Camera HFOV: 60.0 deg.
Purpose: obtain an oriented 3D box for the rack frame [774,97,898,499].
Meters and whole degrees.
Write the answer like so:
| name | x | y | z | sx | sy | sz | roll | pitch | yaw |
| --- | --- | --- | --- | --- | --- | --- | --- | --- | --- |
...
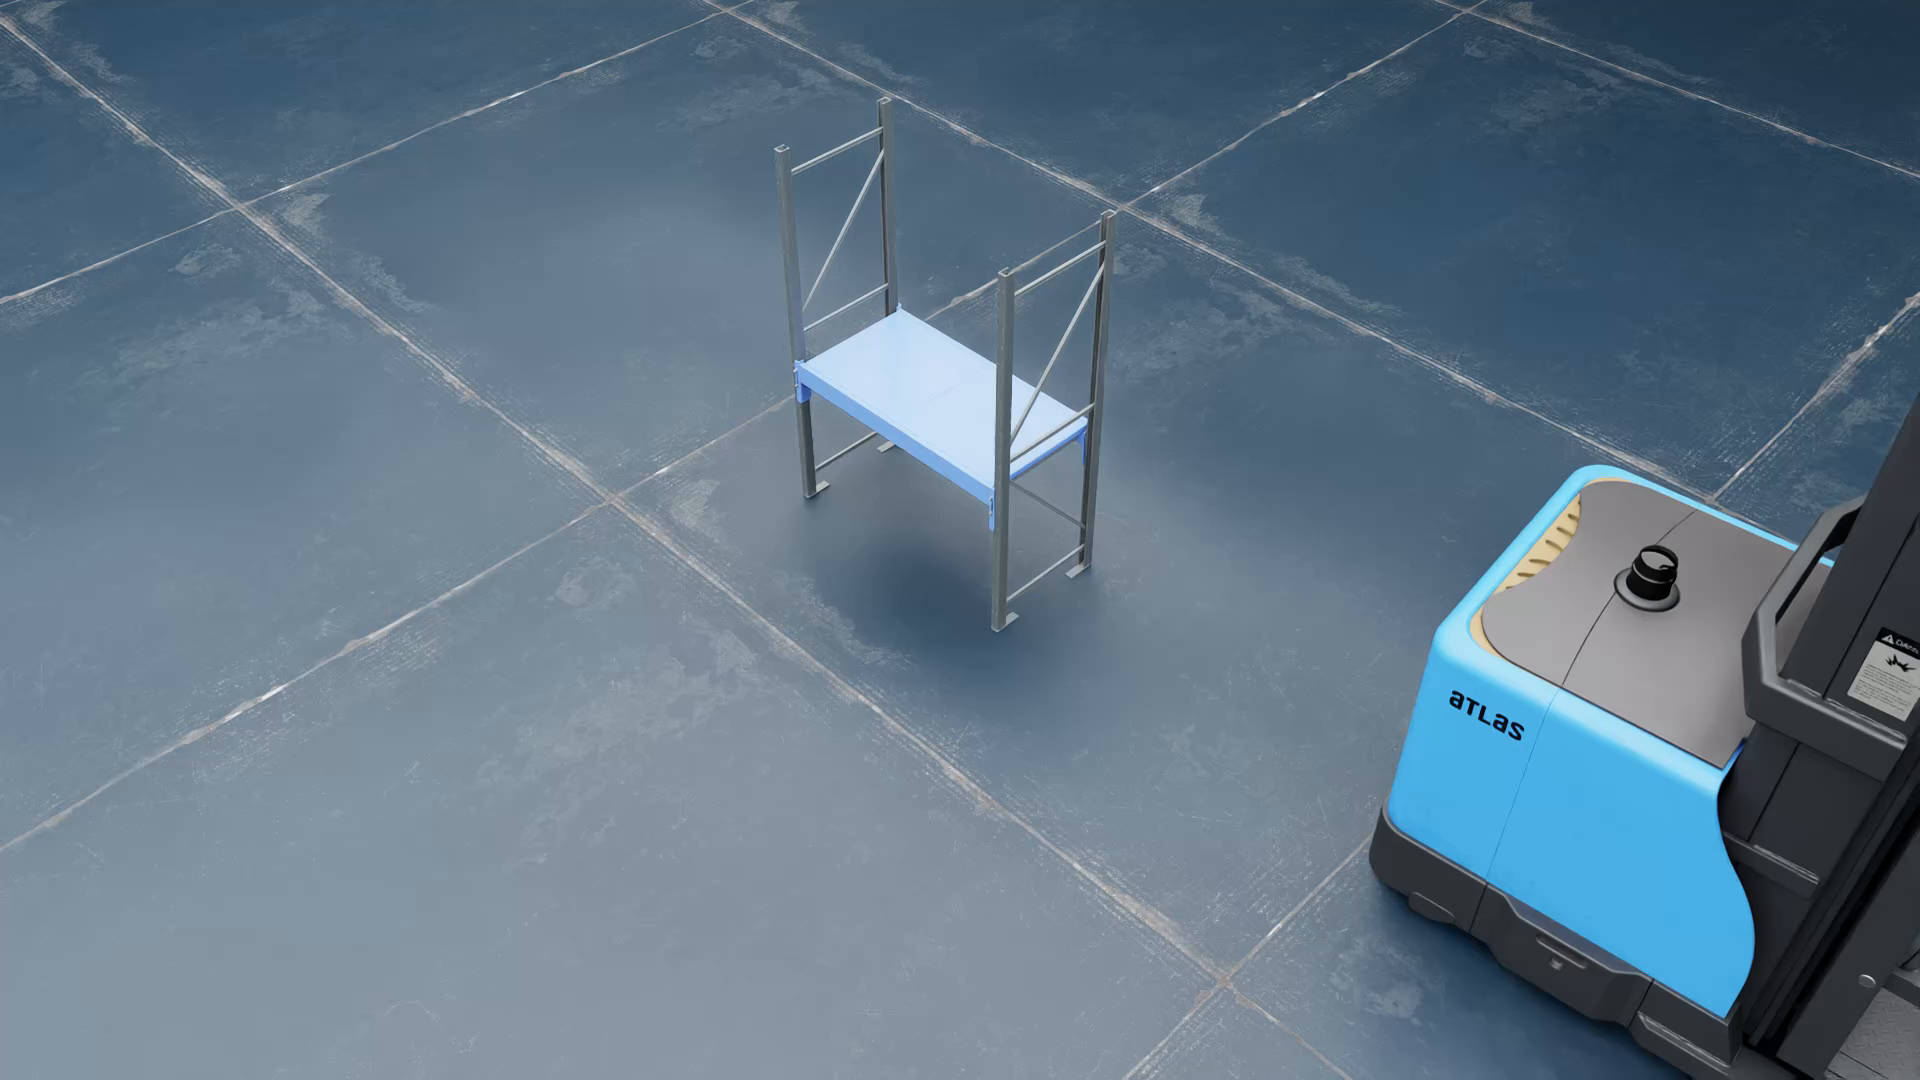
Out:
| name | x | y | z | sx | sy | sz | roll | pitch | yaw |
| --- | --- | --- | --- | --- | --- | --- | --- | --- | --- |
| rack frame | -0.419 | -0.836 | 6.050 | 0.500 | 1.500 | 0.032 | -34 | 53 | -31 |

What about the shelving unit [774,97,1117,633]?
| name | x | y | z | sx | sy | sz | roll | pitch | yaw |
| --- | --- | --- | --- | --- | --- | --- | --- | --- | --- |
| shelving unit | -0.060 | -0.592 | 5.785 | 0.538 | 1.500 | 1.048 | -34 | 53 | -31 |

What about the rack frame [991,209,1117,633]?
| name | x | y | z | sx | sy | sz | roll | pitch | yaw |
| --- | --- | --- | --- | --- | --- | --- | --- | --- | --- |
| rack frame | 0.299 | -0.348 | 5.521 | 0.500 | 1.500 | 0.032 | -34 | 53 | -31 |

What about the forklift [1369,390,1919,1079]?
| name | x | y | z | sx | sy | sz | roll | pitch | yaw |
| --- | --- | --- | --- | --- | --- | --- | --- | --- | --- |
| forklift | 2.704 | 0.356 | 3.706 | 3.031 | 2.935 | 1.130 | 30 | 50 | 28 |

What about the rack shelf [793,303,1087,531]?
| name | x | y | z | sx | sy | sz | roll | pitch | yaw |
| --- | --- | --- | --- | --- | --- | --- | --- | --- | --- |
| rack shelf | -0.060 | -0.460 | 5.907 | 0.538 | 0.185 | 1.000 | -34 | 53 | -31 |
